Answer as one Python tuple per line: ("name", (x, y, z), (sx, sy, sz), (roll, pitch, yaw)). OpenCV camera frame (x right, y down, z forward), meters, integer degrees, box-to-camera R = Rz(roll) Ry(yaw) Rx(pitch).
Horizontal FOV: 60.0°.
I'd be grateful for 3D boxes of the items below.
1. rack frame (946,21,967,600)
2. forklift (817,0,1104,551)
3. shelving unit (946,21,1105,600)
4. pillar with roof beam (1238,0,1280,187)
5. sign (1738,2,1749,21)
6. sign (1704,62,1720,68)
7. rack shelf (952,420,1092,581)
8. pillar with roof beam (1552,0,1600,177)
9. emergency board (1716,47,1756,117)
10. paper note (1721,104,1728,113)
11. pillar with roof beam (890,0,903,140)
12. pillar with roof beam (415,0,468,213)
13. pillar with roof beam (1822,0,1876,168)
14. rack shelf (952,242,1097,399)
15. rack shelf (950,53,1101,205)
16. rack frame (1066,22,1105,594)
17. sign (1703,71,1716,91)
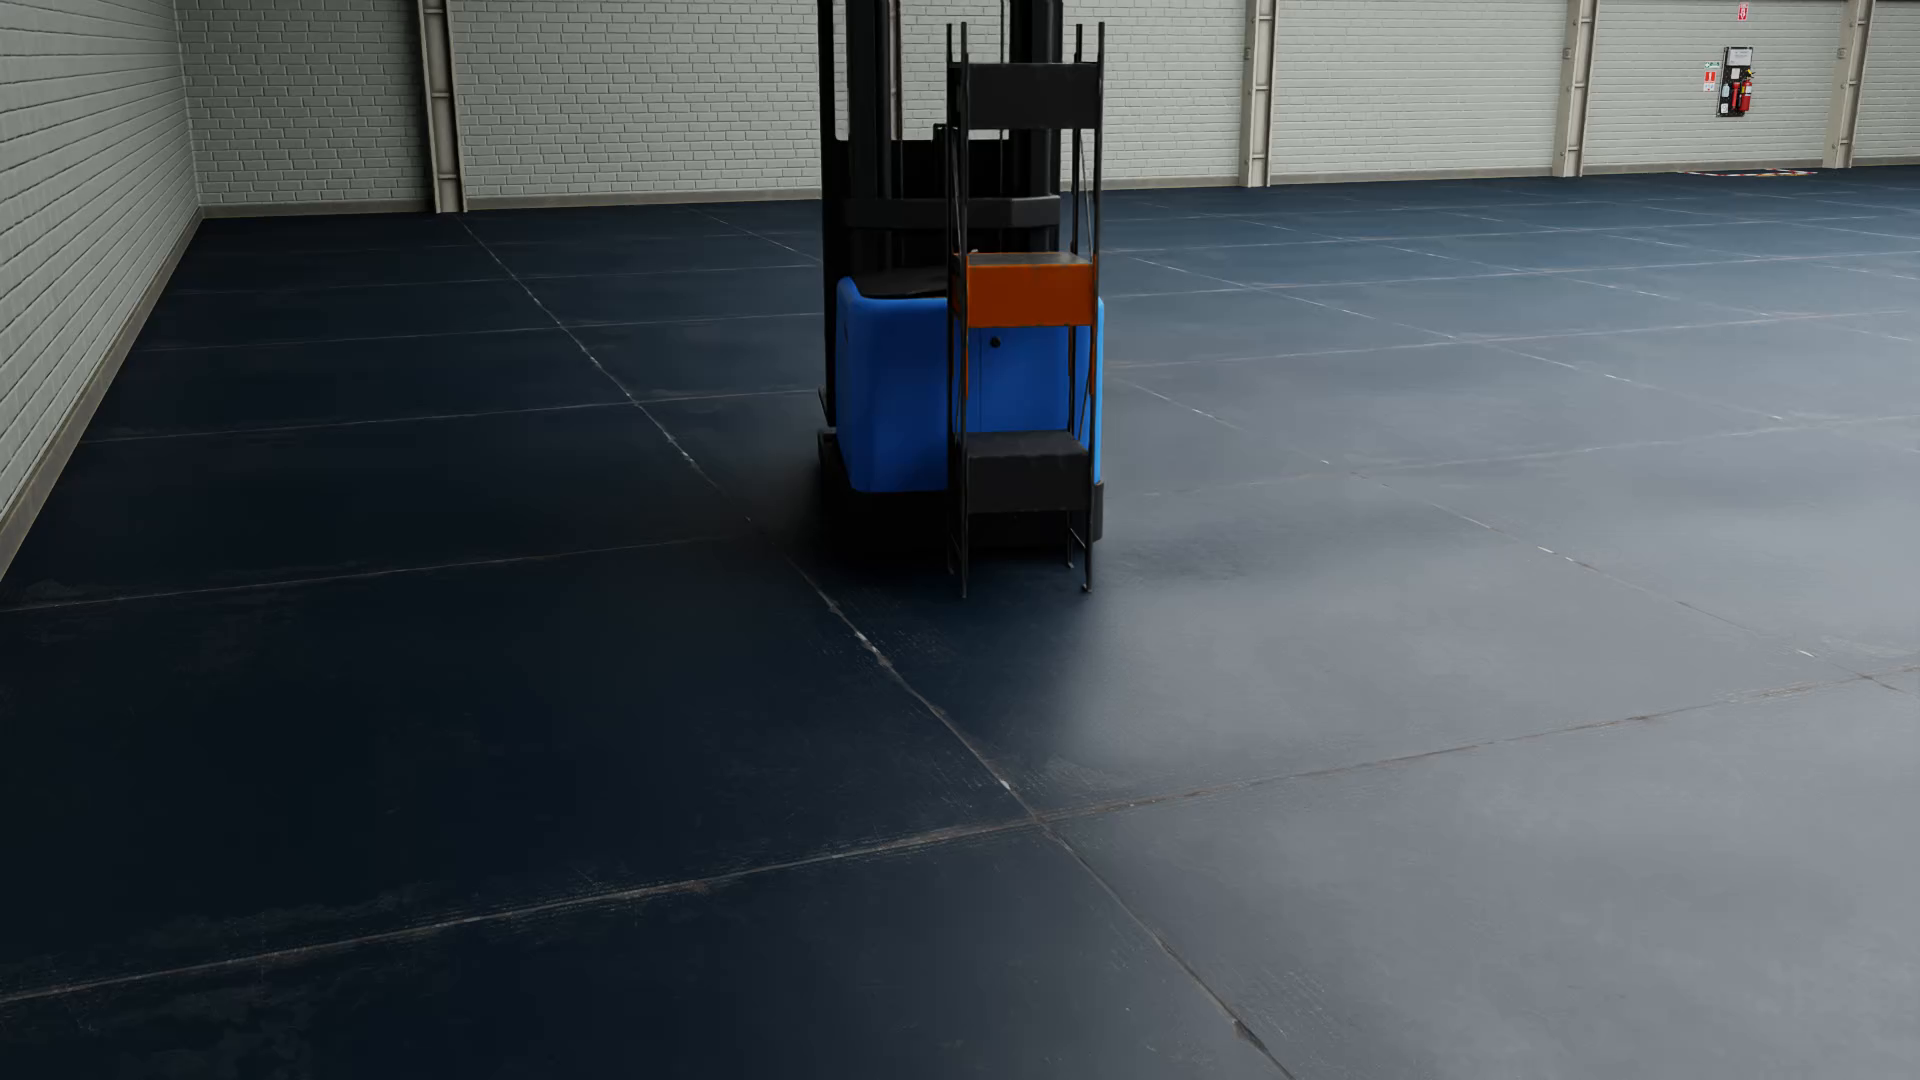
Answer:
("rack frame", (-0.013, -0.836, 6.217), (0.015, 2.100, 0.400), (-2, 17, -8))
("forklift", (-0.120, -1.730, 7.788), (1.130, 2.935, 3.031), (-2, 17, -7))
("shelving unit", (0.228, -0.846, 6.252), (0.503, 2.100, 0.431), (-2, 17, -8))
("pillar with roof beam", (6.102, -8.681, 20.689), (0.400, 9.000, 9.100), (-6, 17, -20))
("sign", (13.403, -9.044, 28.457), (0.199, 0.298, 0.001), (-6, 17, -20))
("sign", (12.900, -8.147, 28.514), (0.331, 0.109, 0.001), (-6, 17, -20))
("rack shelf", (0.228, -0.161, 6.453), (0.480, 0.518, 0.431), (-2, 17, -8))
("pillar with roof beam", (11.705, -9.286, 22.749), (0.400, 9.000, 9.100), (-6, 17, -20))
("emergency board", (13.446, -7.906, 28.698), (0.643, 1.169, 0.194), (-6, 17, -20))
("paper note", (13.256, -7.484, 28.823), (0.142, 0.148, 0.016), (-6, 17, -20))
("pillar with roof beam", (0.499, -8.076, 18.630), (0.400, 9.000, 9.100), (-6, 17, -20))
("pillar with roof beam", (-5.103, -7.471, 16.570), (0.400, 9.000, 9.100), (-6, 17, -20))
("pillar with roof beam", (17.308, -9.891, 24.809), (0.400, 9.000, 9.100), (-6, 17, -20))
("rack shelf", (0.228, -0.833, 6.256), (0.480, 0.518, 0.431), (-2, 17, -8))
("rack shelf", (0.228, -1.504, 6.059), (0.480, 0.518, 0.431), (-2, 17, -8))
("rack frame", (0.469, -0.856, 6.287), (0.015, 2.100, 0.400), (-2, 17, -8))
("sign", (12.893, -7.895, 28.595), (0.234, 0.329, 0.001), (-6, 17, -20))
